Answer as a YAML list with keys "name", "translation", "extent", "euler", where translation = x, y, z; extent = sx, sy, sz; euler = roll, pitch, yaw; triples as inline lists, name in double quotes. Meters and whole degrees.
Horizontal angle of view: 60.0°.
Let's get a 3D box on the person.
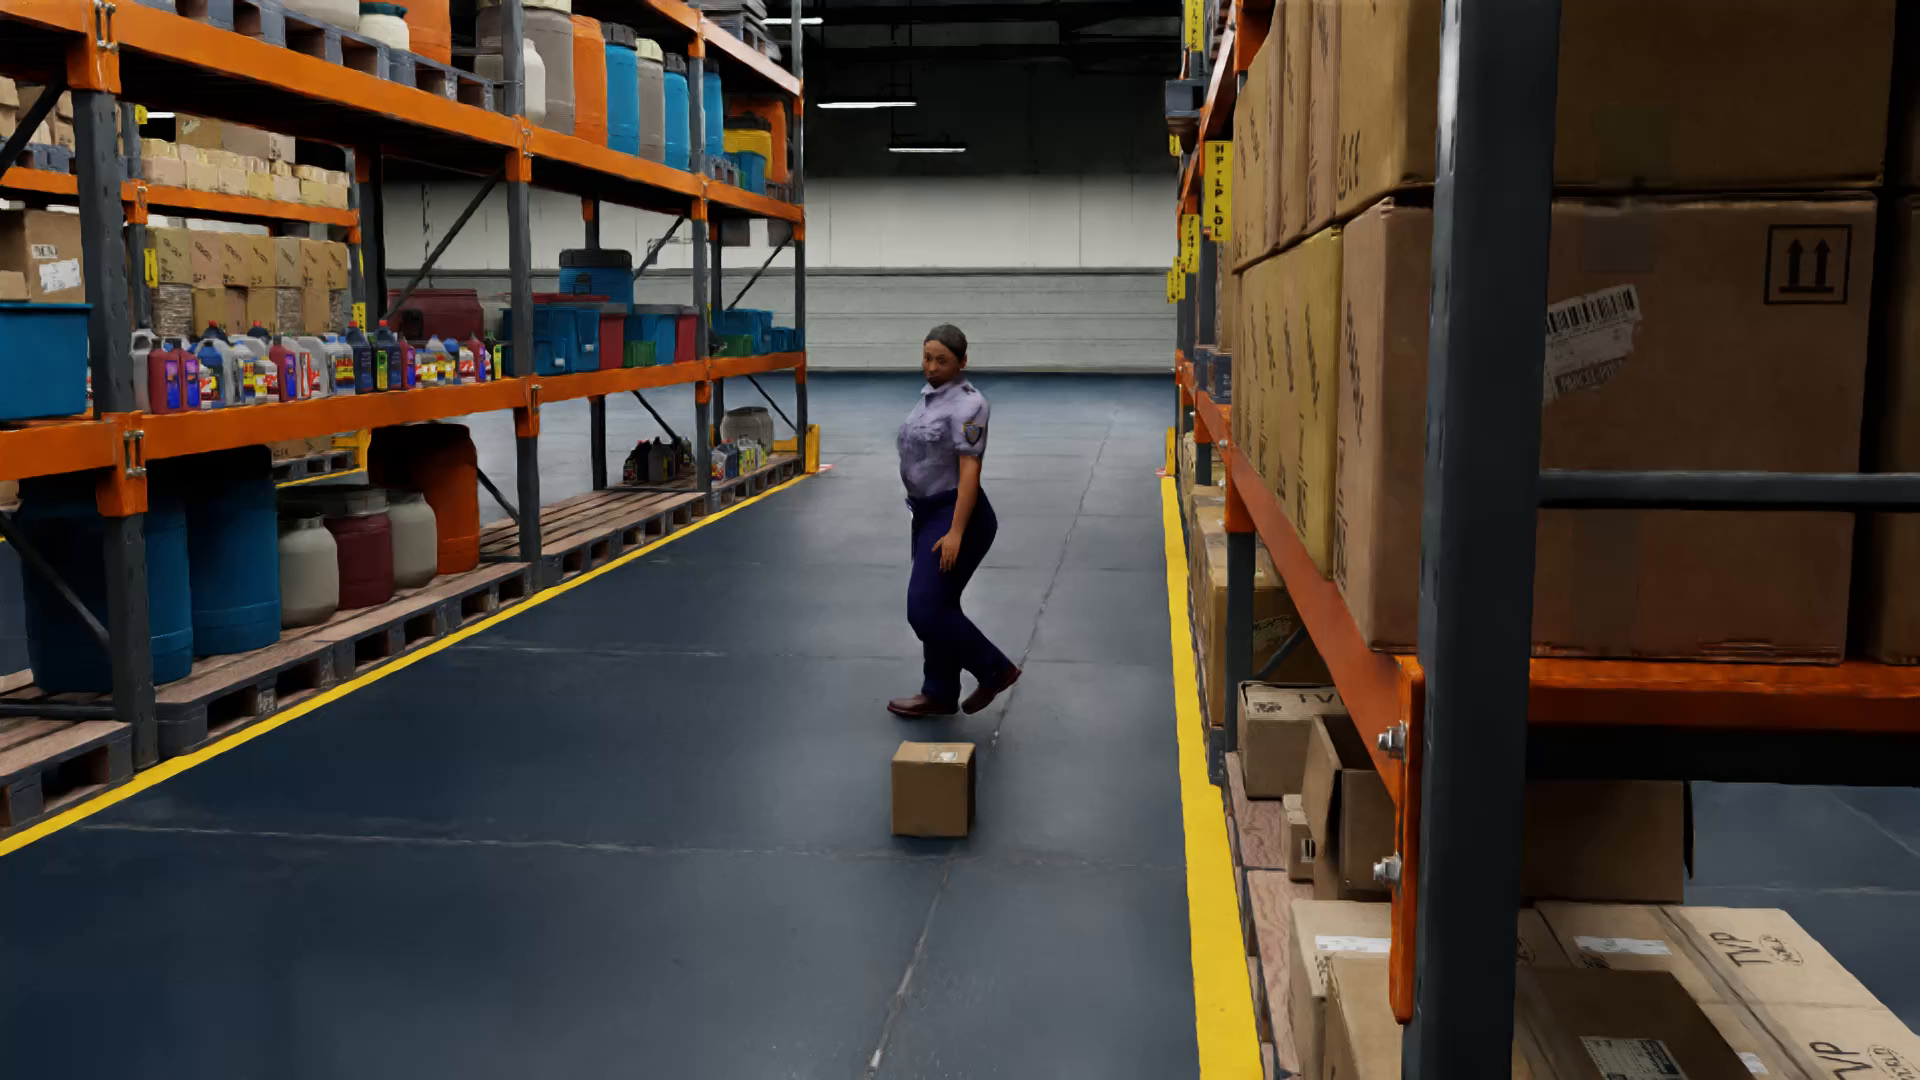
- name: "person"
  translation: [-0.034, -0.052, 6.697]
  extent: [0.461, 1.624, 0.577]
  euler: [-2, 8, -18]
